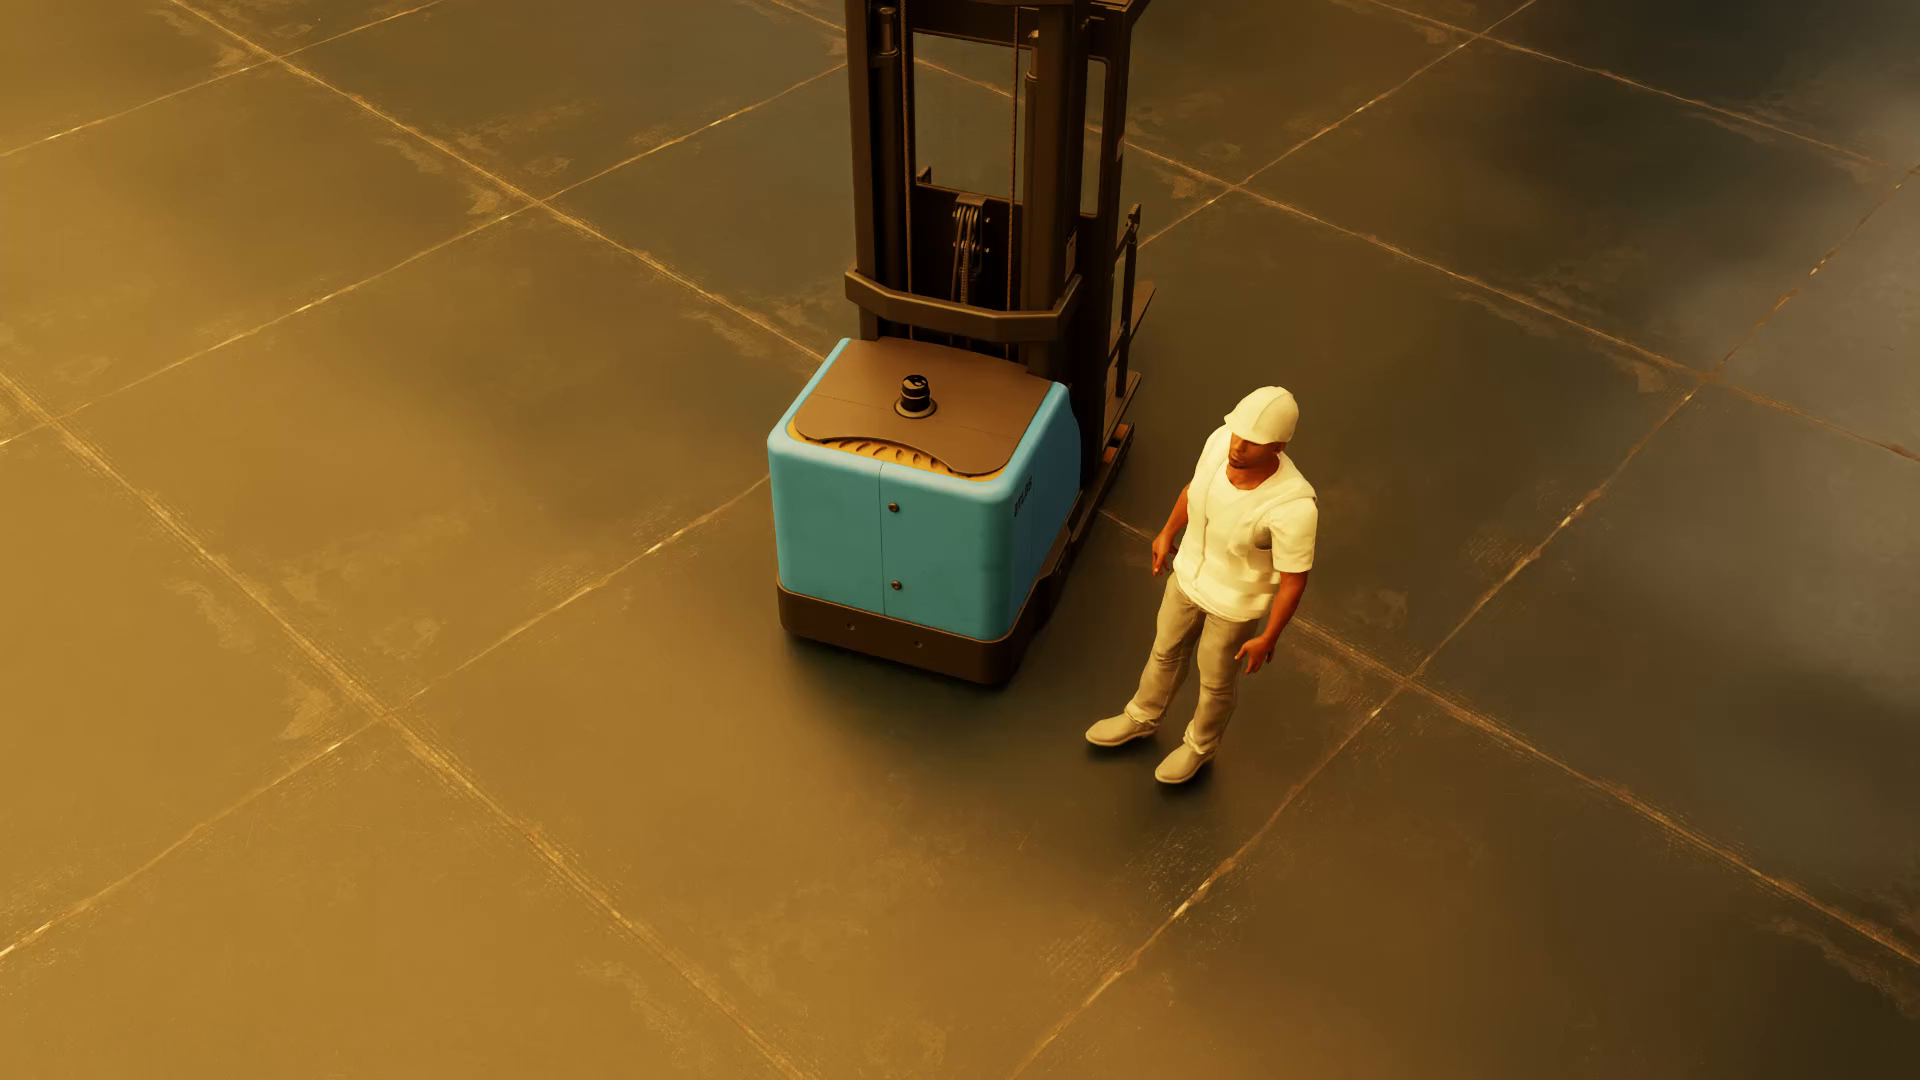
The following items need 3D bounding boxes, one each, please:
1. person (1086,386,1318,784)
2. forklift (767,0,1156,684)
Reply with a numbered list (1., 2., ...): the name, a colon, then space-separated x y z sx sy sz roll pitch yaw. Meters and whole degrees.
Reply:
1. person: 0.890 0.197 6.021 0.577 1.765 0.666 -22 45 -23
2. forklift: 0.211 -1.484 7.158 1.130 2.935 3.031 14 42 15
